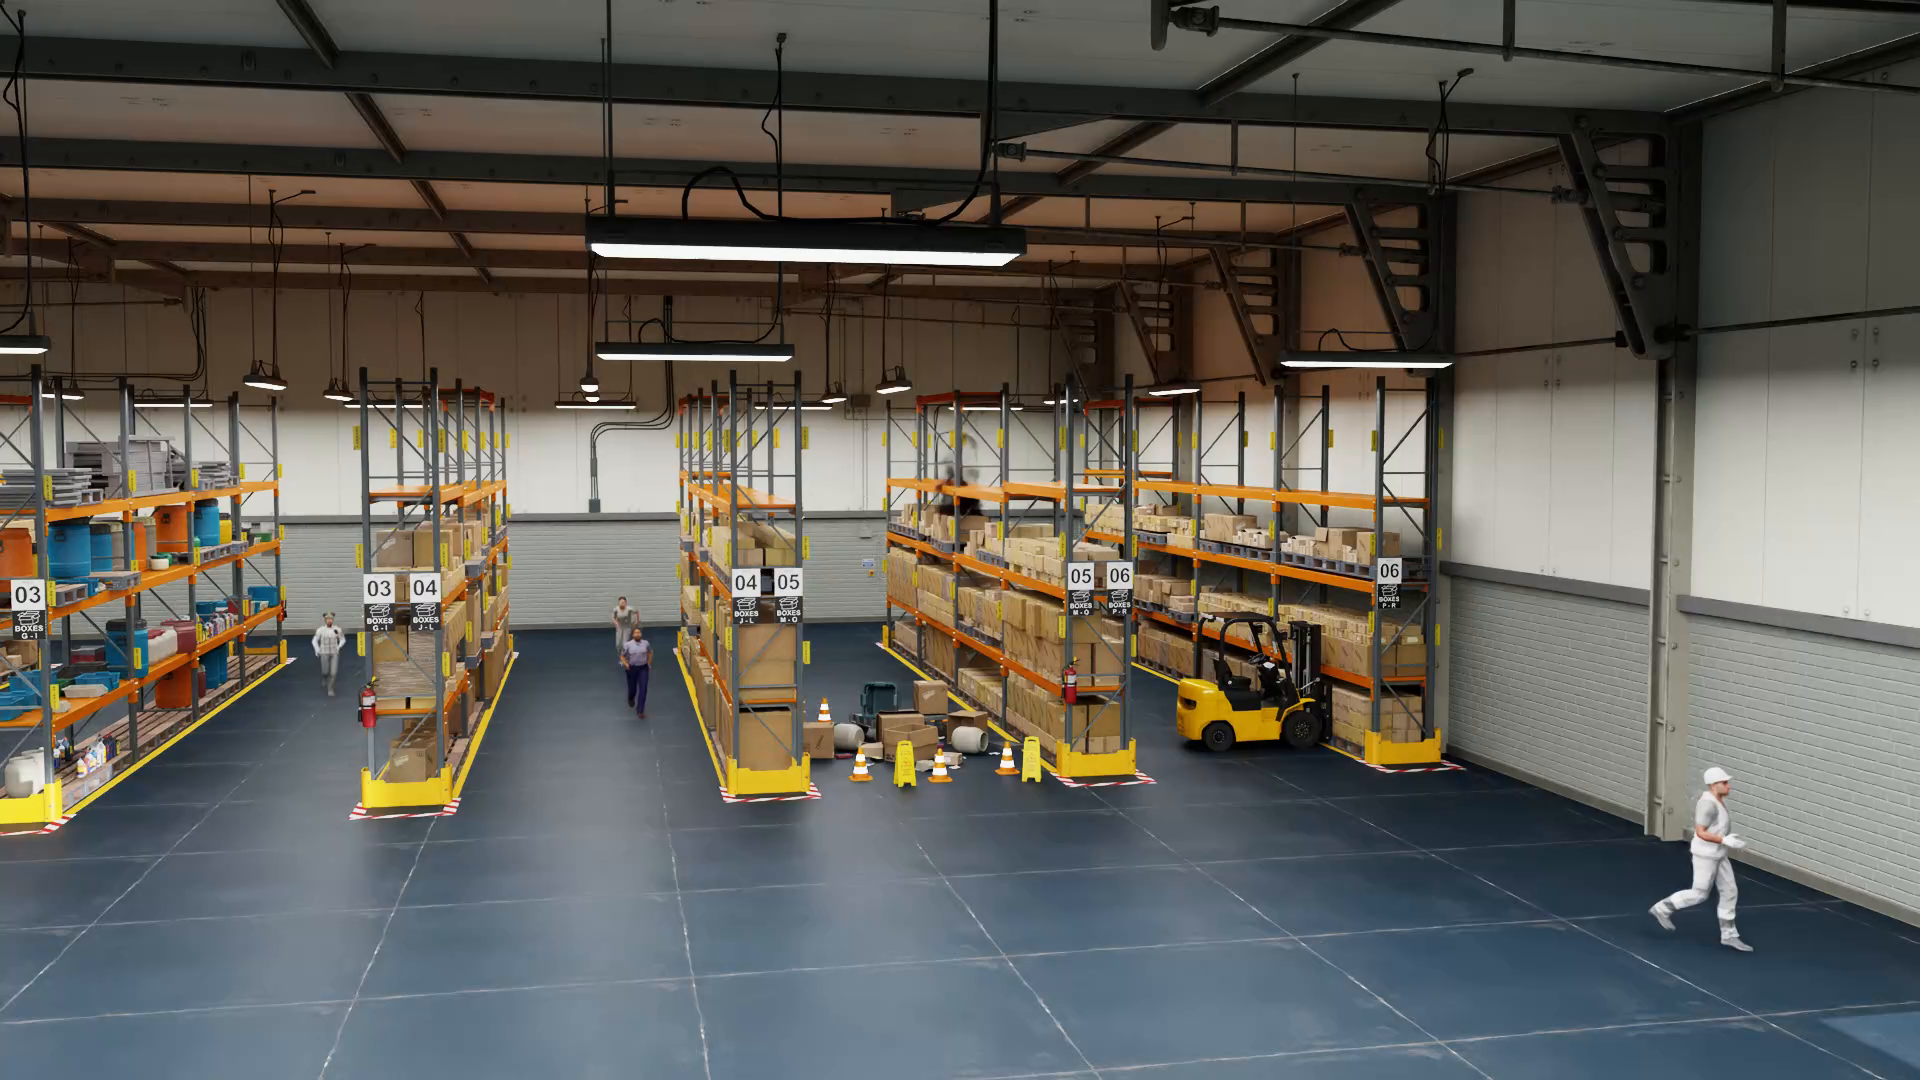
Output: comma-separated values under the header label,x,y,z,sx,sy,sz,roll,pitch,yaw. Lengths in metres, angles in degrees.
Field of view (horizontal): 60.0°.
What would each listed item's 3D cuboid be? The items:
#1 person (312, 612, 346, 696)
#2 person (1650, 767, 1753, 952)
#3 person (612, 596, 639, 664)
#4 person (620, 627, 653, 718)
label,x,y,z,sx,sy,sz,roll,pitch,yaw
person,-12.415,2.240,32.751,0.616,1.655,0.554,-2,4,-25
person,7.377,3.128,16.494,0.953,1.787,0.636,3,4,40
person,-7.507,2.018,37.320,0.576,1.554,0.762,0,3,-2
person,-5.883,2.401,30.330,0.612,1.628,0.765,-1,4,-18
